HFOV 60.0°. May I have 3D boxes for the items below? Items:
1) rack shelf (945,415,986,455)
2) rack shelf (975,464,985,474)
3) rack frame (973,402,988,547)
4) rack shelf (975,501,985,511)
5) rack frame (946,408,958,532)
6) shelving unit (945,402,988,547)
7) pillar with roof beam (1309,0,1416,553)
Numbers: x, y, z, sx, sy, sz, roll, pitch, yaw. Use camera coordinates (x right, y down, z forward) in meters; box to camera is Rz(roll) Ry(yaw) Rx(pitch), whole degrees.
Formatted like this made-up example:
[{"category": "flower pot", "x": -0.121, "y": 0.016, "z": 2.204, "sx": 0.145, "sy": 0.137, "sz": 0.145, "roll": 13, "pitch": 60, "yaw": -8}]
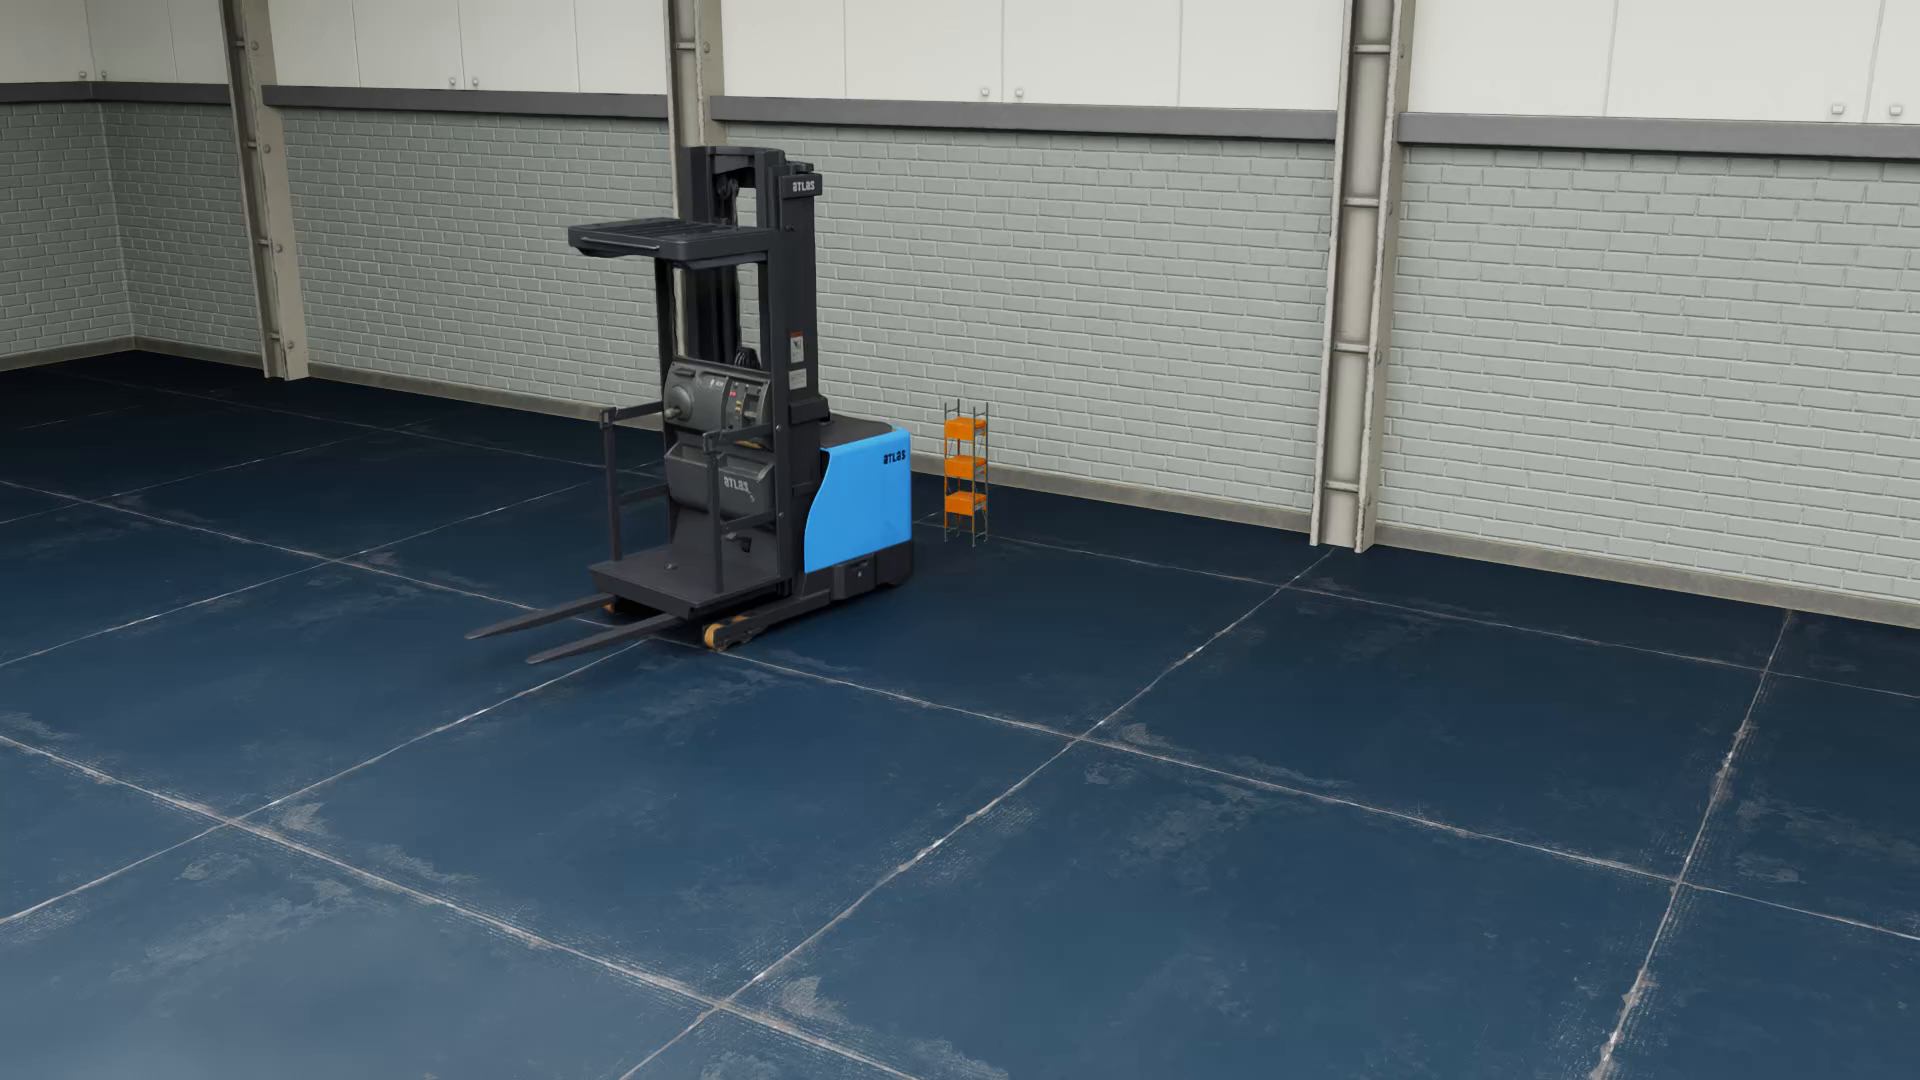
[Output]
[{"category": "rack shelf", "x": 0.046, "y": -0.756, "z": 12.122, "sx": 0.240, "sy": 0.259, "sz": 0.215, "roll": 10, "pitch": 20, "yaw": 30}, {"category": "rack shelf", "x": 0.046, "y": -0.532, "z": 12.190, "sx": 0.221, "sy": 0.050, "sz": 0.166, "roll": 10, "pitch": 20, "yaw": 30}, {"category": "rack frame", "x": 0.150, "y": -0.476, "z": 12.141, "sx": 0.008, "sy": 1.050, "sz": 0.200, "roll": 10, "pitch": 20, "yaw": 30}, {"category": "rack shelf", "x": 0.046, "y": -0.266, "z": 12.271, "sx": 0.221, "sy": 0.050, "sz": 0.166, "roll": 10, "pitch": 20, "yaw": 30}, {"category": "rack frame", "x": -0.059, "y": -0.513, "z": 12.262, "sx": 0.003, "sy": 0.915, "sz": 0.190, "roll": 10, "pitch": 20, "yaw": 30}, {"category": "shelving unit", "x": 0.047, "y": -0.494, "z": 12.201, "sx": 0.249, "sy": 1.050, "sz": 0.215, "roll": 10, "pitch": 20, "yaw": 30}, {"category": "pillar with roof beam", "x": 0.574, "y": -3.214, "z": 7.479, "sx": 0.400, "sy": 9.000, "sz": 9.100, "roll": 10, "pitch": 20, "yaw": 30}]
